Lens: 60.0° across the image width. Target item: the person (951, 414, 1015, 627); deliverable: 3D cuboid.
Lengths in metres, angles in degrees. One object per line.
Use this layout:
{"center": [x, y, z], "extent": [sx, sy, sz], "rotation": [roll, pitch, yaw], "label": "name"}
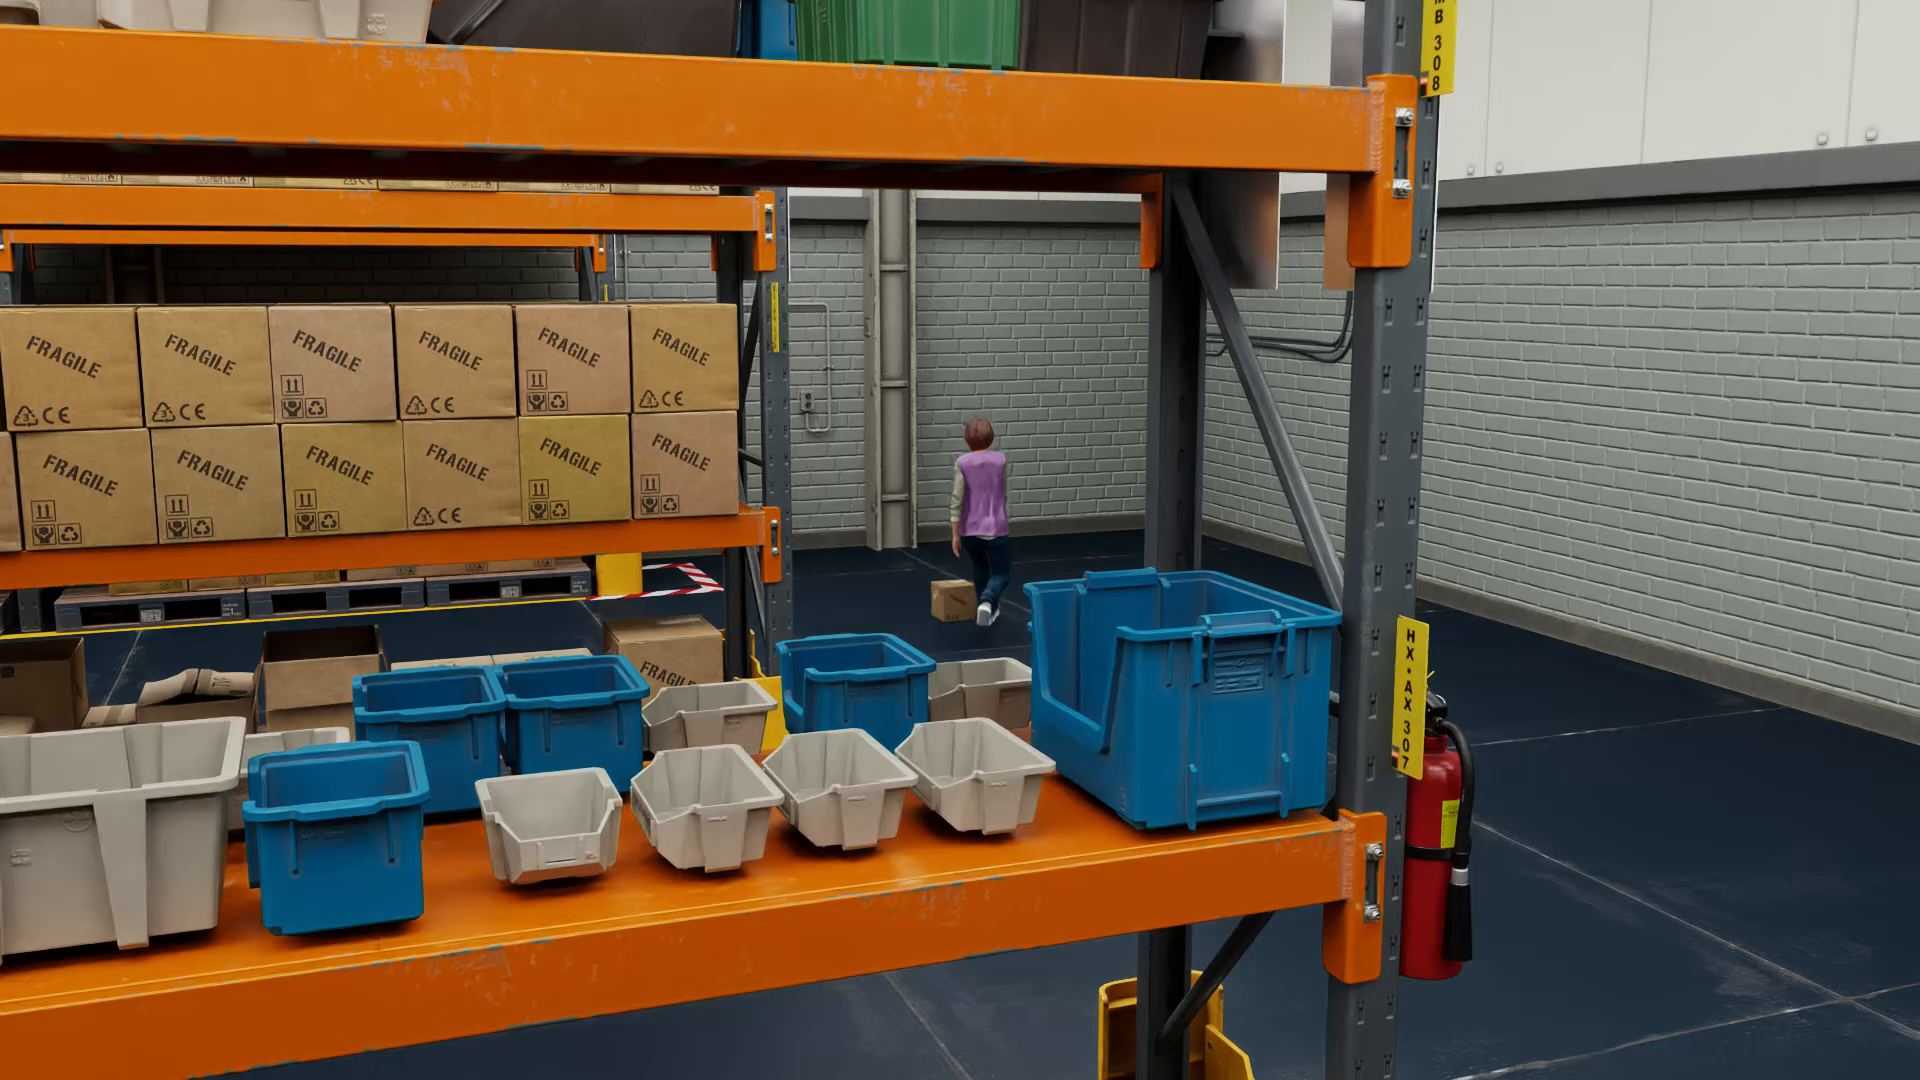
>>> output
{"center": [0.160, -0.119, 11.378], "extent": [0.431, 1.493, 0.789], "rotation": [0, 9, 2], "label": "person"}
